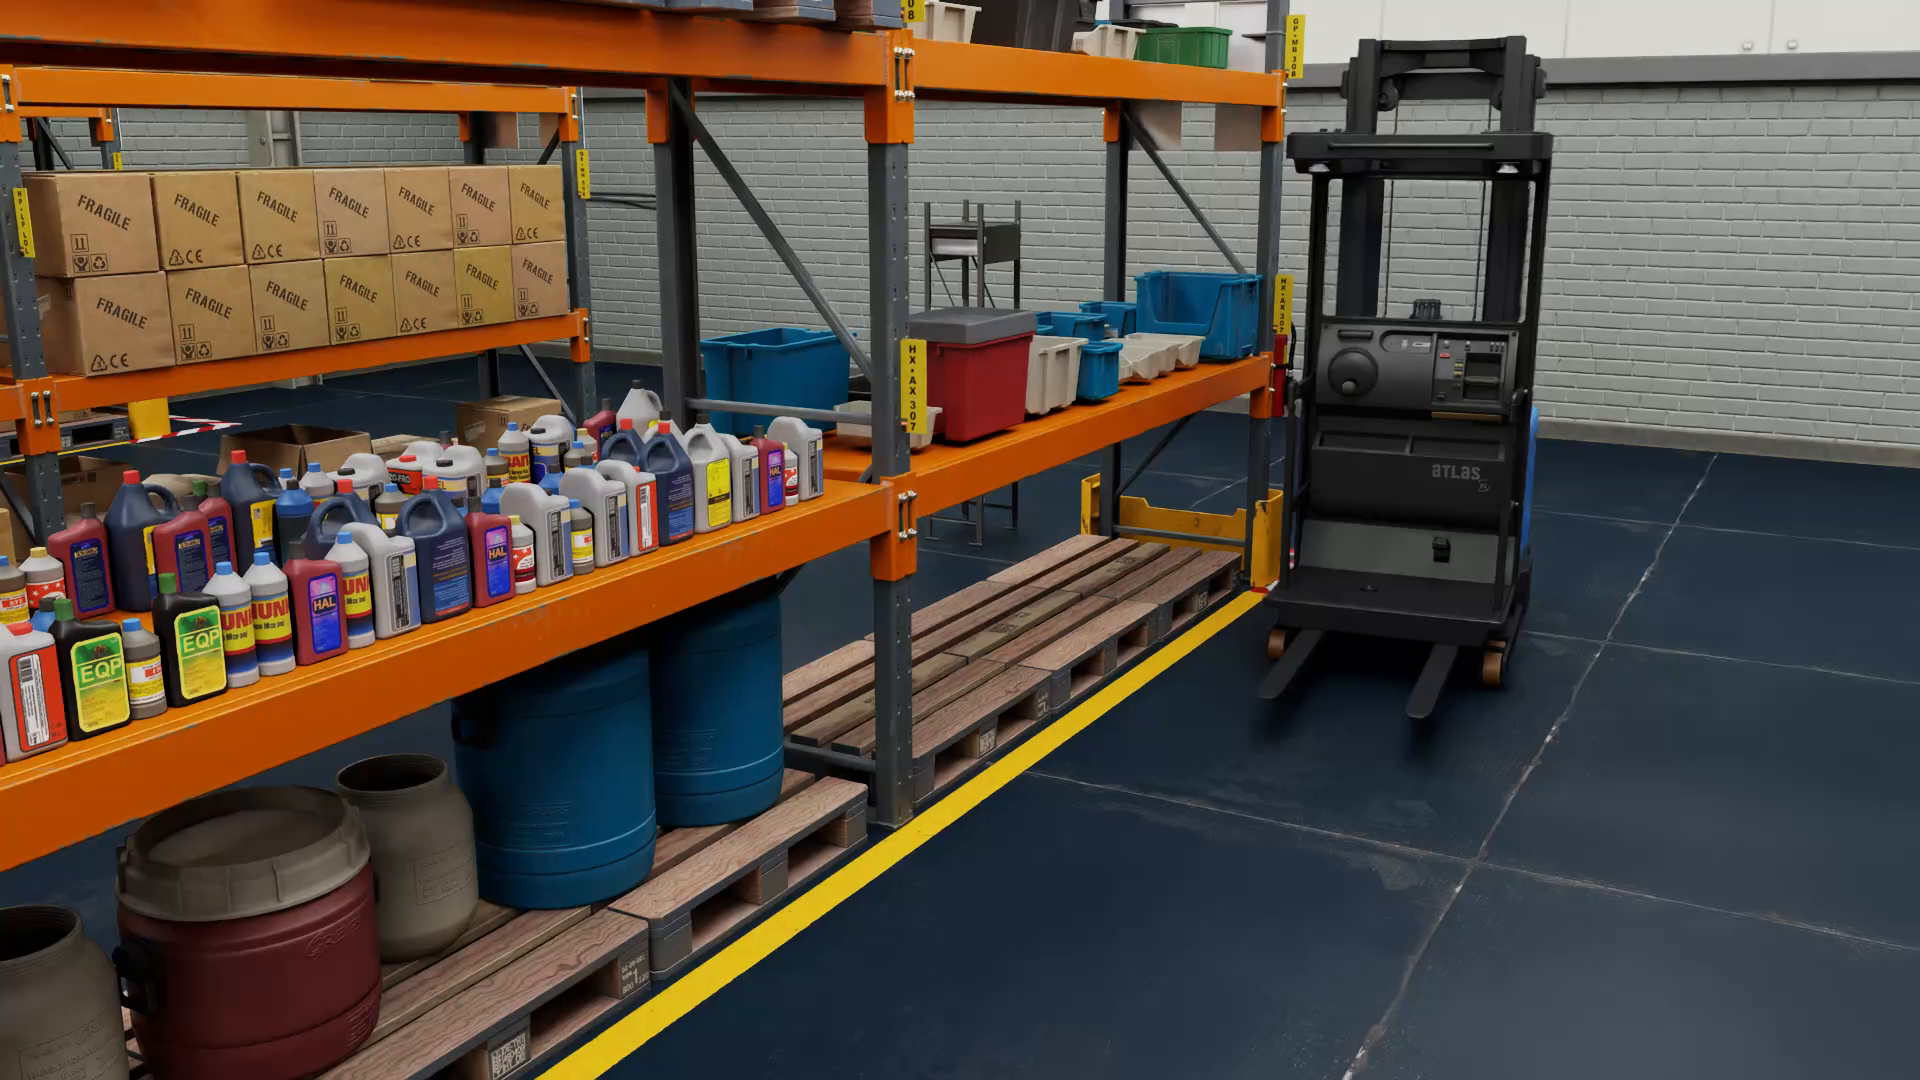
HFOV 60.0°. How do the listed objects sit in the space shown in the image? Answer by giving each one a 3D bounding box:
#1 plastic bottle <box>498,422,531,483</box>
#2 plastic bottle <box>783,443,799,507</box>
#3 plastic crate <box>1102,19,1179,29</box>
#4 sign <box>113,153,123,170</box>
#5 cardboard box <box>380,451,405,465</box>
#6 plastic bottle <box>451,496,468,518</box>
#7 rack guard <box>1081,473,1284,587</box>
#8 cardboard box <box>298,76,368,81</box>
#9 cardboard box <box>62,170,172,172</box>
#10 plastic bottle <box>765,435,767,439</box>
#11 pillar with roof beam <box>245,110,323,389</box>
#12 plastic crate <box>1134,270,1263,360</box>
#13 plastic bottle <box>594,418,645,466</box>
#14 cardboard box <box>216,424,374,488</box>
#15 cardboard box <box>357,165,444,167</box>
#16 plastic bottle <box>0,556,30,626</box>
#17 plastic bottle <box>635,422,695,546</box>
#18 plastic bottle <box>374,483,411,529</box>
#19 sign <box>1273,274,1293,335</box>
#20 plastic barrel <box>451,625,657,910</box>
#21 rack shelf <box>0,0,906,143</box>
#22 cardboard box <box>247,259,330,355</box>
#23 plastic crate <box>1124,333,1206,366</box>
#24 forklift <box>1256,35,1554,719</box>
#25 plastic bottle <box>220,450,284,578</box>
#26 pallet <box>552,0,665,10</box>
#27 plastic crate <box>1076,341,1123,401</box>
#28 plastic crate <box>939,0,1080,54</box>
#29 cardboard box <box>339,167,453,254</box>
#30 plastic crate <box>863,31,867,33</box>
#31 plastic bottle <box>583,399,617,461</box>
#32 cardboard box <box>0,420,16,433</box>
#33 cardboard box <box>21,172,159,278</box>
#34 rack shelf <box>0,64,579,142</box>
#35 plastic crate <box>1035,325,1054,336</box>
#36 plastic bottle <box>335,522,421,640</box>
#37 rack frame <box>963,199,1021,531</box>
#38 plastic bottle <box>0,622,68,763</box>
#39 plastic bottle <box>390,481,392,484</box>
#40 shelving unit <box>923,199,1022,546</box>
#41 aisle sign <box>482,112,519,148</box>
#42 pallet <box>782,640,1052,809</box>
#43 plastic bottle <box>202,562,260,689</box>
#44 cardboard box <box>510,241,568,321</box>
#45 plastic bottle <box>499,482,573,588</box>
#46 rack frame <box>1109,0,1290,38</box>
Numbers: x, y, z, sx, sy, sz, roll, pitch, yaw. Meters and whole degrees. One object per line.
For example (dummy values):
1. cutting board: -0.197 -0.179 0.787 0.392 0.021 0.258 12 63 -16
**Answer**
1. plastic bottle: -1.455 -0.248 5.436 0.097 0.271 0.097 0 14 0
2. plastic bottle: -0.580 -0.217 5.458 0.097 0.201 0.097 0 14 0
3. plastic crate: 0.863 -2.626 8.904 0.497 0.269 0.590 7 15 28
4. sign: -6.911 -3.015 13.663 0.100 0.325 0.005 7 15 28
5. cardboard box: -3.574 -0.387 10.666 0.500 0.250 0.500 7 15 28
6. plastic bottle: -1.296 0.023 4.313 0.097 0.271 0.097 0 14 0
7. rack guard: 1.293 -0.070 9.757 1.175 0.500 0.348 7 15 28
8. cardboard box: -3.796 -2.785 9.603 0.500 0.250 0.500 7 15 28
9. cardboard box: -4.712 -1.793 9.225 0.500 0.500 0.500 7 15 27
10. plastic bottle: -0.666 -0.254 5.612 0.097 0.201 0.097 0 14 0
11. pillar with roof beam: -3.063 -5.482 14.071 9.100 9.000 0.400 7 15 28
12. plastic crate: 1.295 -1.235 9.053 0.616 0.435 0.499 7 15 28
13. plastic bottle: -1.014 -0.187 5.013 0.144 0.351 0.185 7 15 28
14. cardboard box: -4.071 -0.406 10.207 0.797 0.503 0.637 7 15 28
15. cardboard box: -3.733 -2.206 10.937 0.500 0.500 0.500 8 15 29
16. plastic bottle: -2.287 0.139 3.980 0.097 0.201 0.097 0 14 0
17. plastic bottle: -0.888 -0.170 4.946 0.144 0.351 0.185 7 15 28
18. plastic bottle: -1.639 -0.062 4.814 0.097 0.201 0.097 0 14 0
19. sign: 1.782 -1.299 9.173 0.100 0.325 0.005 7 15 28
20. plastic barrel: -1.261 0.613 5.172 0.600 0.901 0.708 7 15 28
21. rack shelf: -1.607 -1.156 4.064 1.077 0.370 4.000 7 15 28
22. cardboard box: -4.001 -1.350 9.520 0.500 0.500 0.500 7 15 28
23. plastic crate: 1.057 -0.992 8.682 0.396 0.136 0.243 7 15 28
24. forklift: 2.121 -0.855 7.827 1.130 2.935 3.031 6 15 22
25. plastic bottle: -1.932 -0.072 4.539 0.144 0.351 0.185 7 15 28
26. pallet: -1.480 -1.420 4.024 1.003 0.211 1.213 7 15 28
27. plastic crate: 0.525 -0.776 7.582 0.416 0.233 0.300 7 15 28
28. plastic crate: 0.200 -2.076 6.625 0.497 0.269 0.590 7 15 28
29. cardboard box: -3.506 -2.042 10.258 0.500 0.500 0.500 8 16 30
30. plastic crate: -0.480 -2.058 6.626 0.416 0.233 0.300 7 15 28
31. plastic bottle: -1.256 -0.347 5.822 0.061 0.283 0.133 7 15 28
32. cardboard box: -7.872 -1.132 13.268 0.700 0.500 0.500 7 15 28
33. cardboard box: -4.501 -1.619 8.504 0.500 0.500 0.500 8 16 29
34. rack shelf: -4.008 -2.539 9.799 1.077 0.370 4.000 7 15 28
35. plastic crate: 0.249 -0.943 8.274 0.416 0.233 0.300 7 15 28
36. plastic bottle: -1.412 0.086 4.040 0.152 0.276 0.135 7 15 28
37. rack frame: 0.198 -1.105 10.636 0.400 2.100 0.015 7 15 28
38. plastic bottle: -1.859 0.276 3.254 0.152 0.276 0.135 7 15 28
39. plastic bottle: -1.726 -0.099 4.968 0.097 0.201 0.097 0 14 0
40. shelving unit: 0.080 -1.055 10.428 0.431 2.100 0.503 7 15 28
41. aisle sign: -3.265 -3.152 11.660 0.394 0.787 0.004 7 15 28
42. pallet: -0.319 0.742 7.004 1.003 0.211 1.213 7 15 28
43. plastic bottle: -1.602 0.183 3.650 0.097 0.271 0.097 0 14 0
44. cardboard box: -3.020 -1.767 11.248 0.500 0.500 0.500 8 16 30
45. plastic bottle: -1.146 -0.027 4.509 0.152 0.276 0.135 7 15 28
46. rack frame: 1.293 -4.195 8.734 1.000 3.000 0.127 7 15 28
